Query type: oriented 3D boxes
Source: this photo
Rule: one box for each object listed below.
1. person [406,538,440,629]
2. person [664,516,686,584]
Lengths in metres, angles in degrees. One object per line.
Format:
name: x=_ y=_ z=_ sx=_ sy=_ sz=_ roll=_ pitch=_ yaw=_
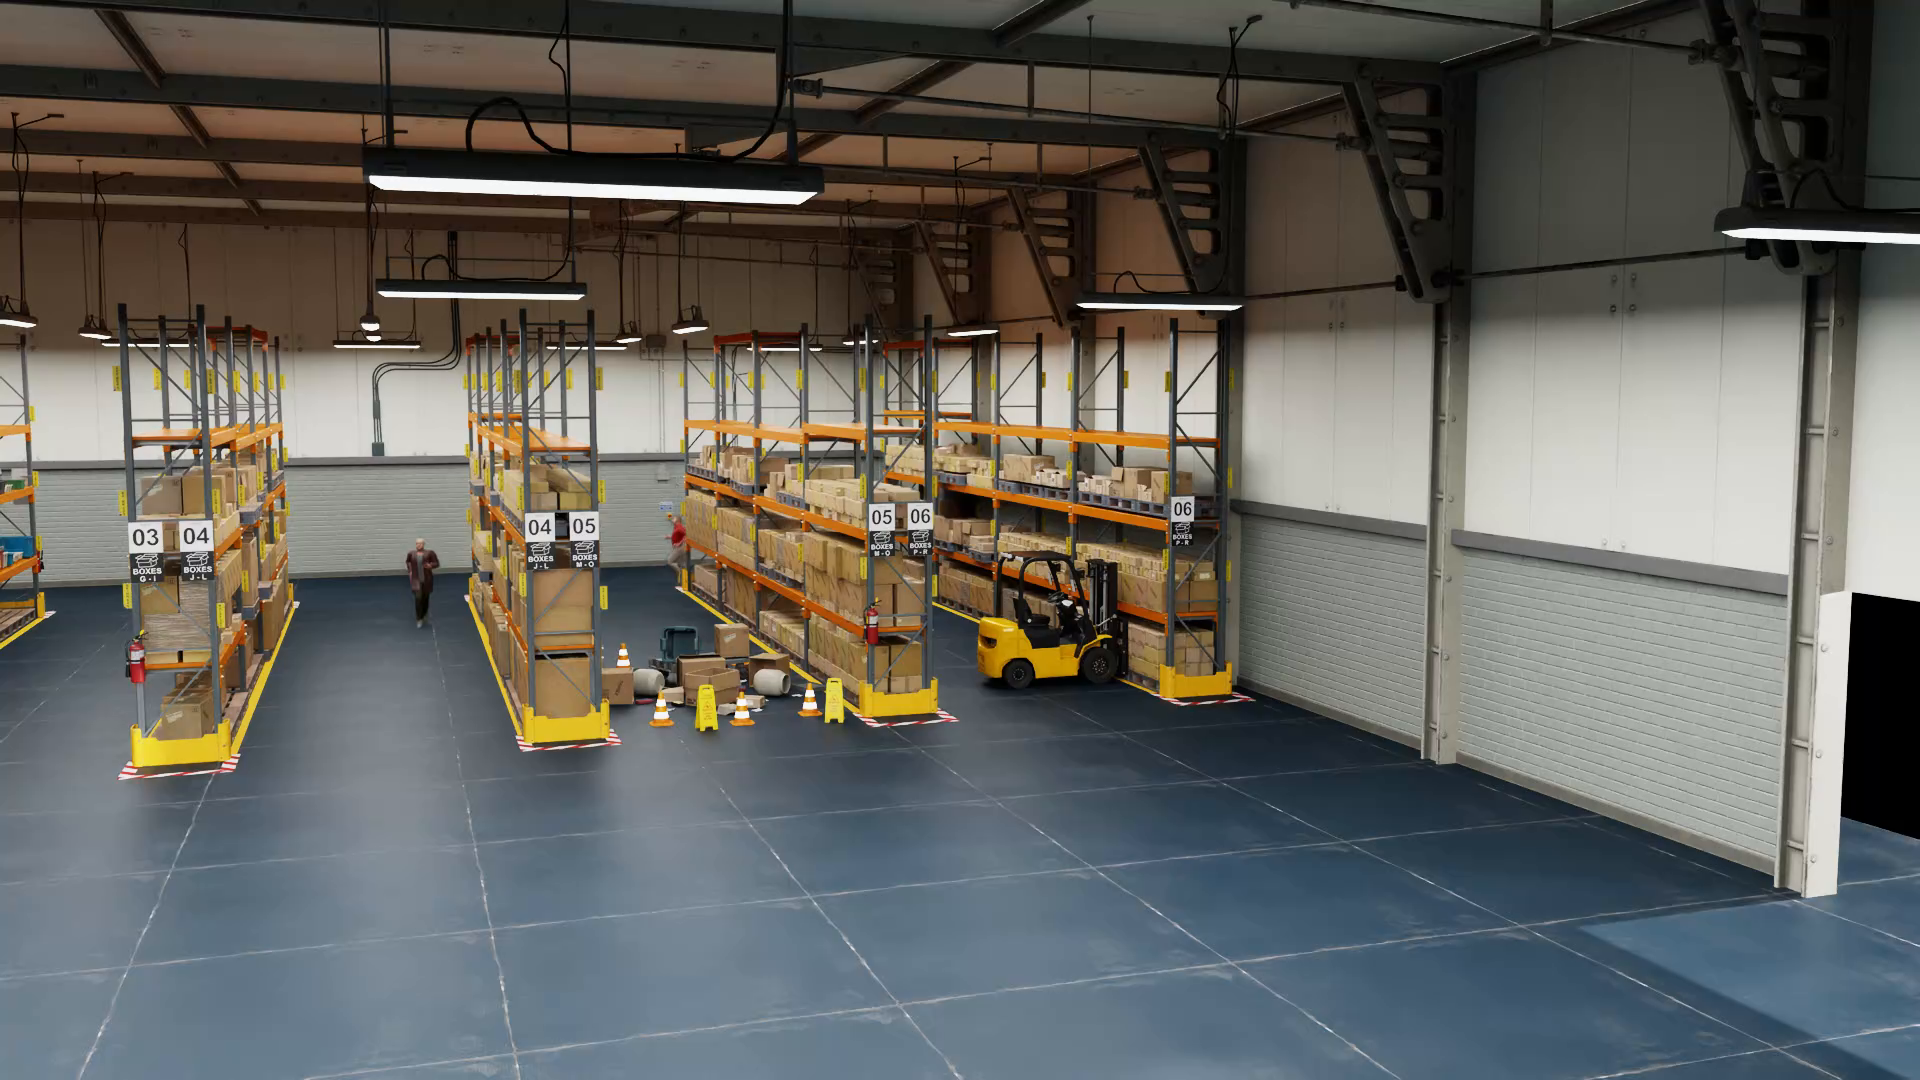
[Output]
person: x=-11.062 y=0.863 z=34.276 sx=0.679 sy=1.817 sz=0.975 roll=-1 pitch=6 yaw=-15
person: x=-6.992 y=0.266 z=41.210 sx=0.713 sy=1.757 sz=0.661 roll=0 pitch=5 yaw=-4
